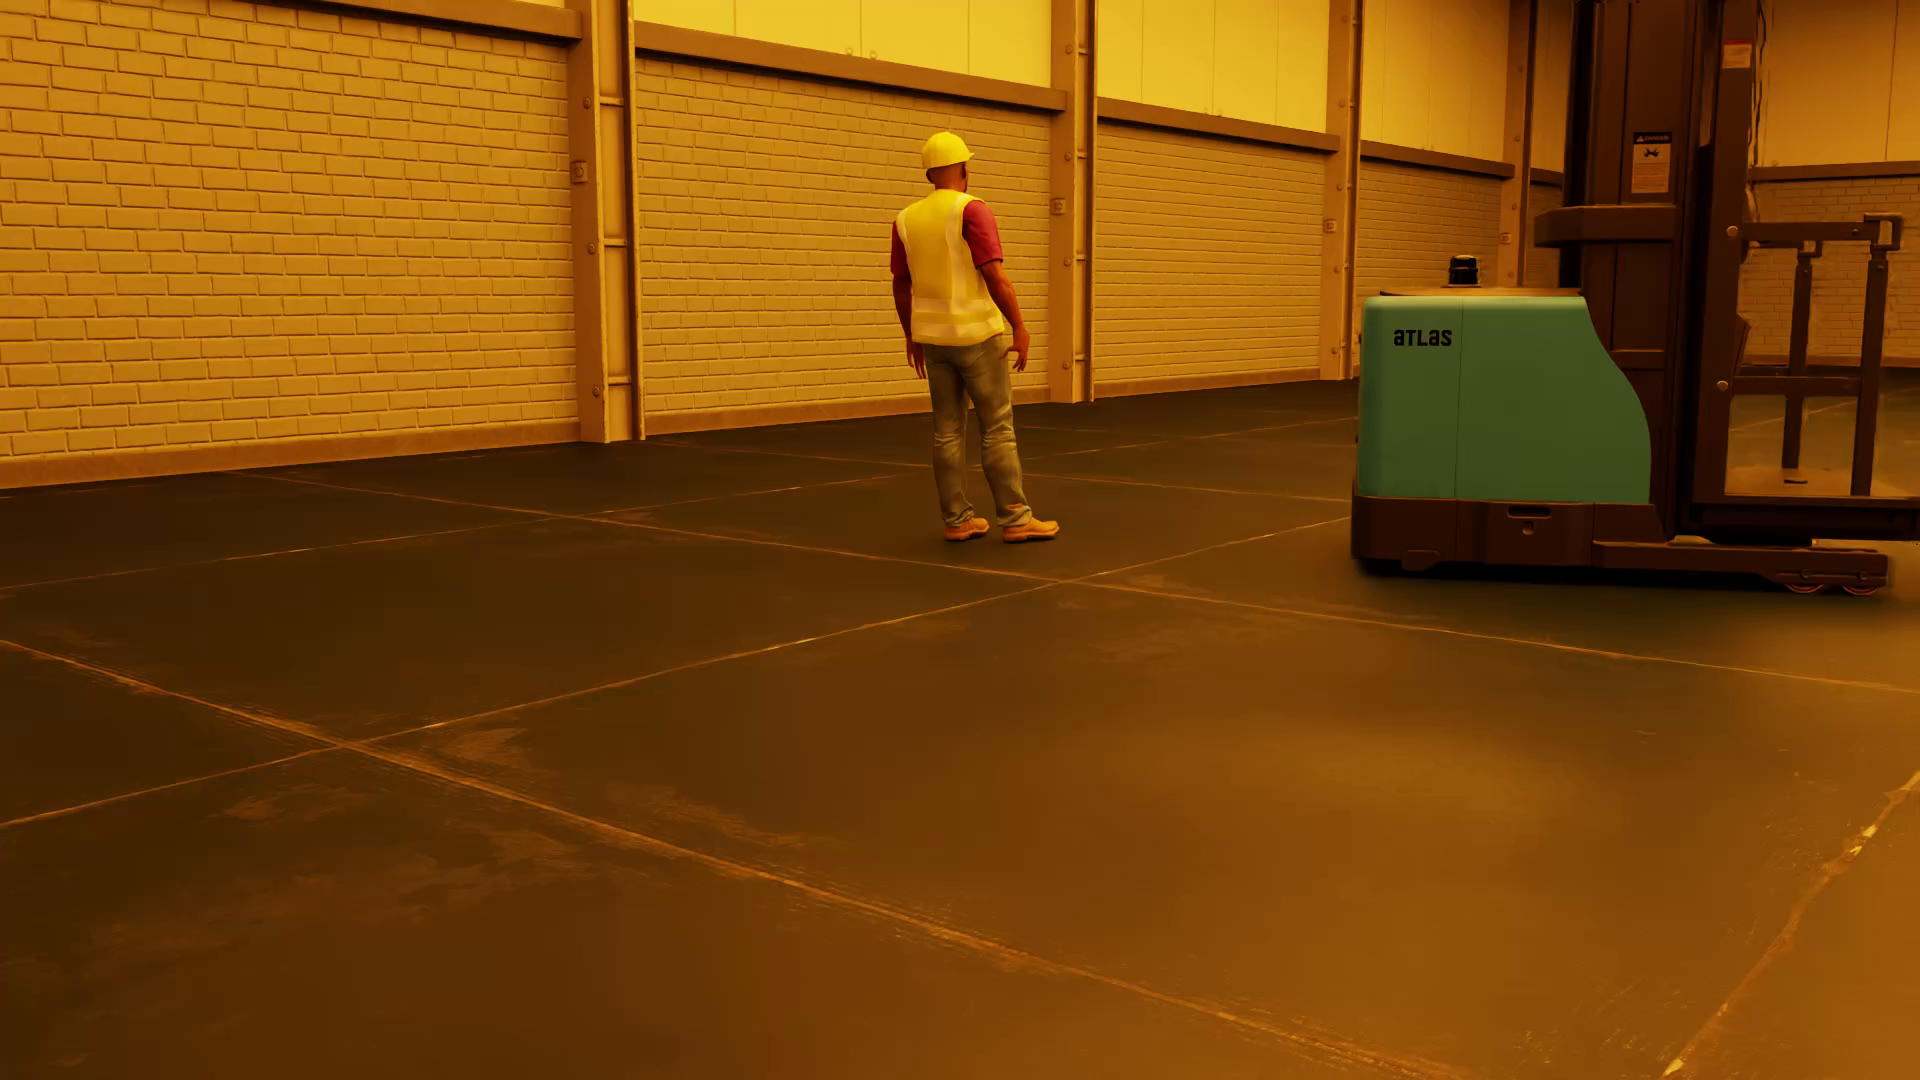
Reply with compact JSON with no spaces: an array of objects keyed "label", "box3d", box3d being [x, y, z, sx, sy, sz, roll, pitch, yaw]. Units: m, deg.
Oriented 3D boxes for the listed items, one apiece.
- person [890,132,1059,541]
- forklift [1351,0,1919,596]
[{"label":"person","box3d":[0.049,-0.888,7.327,0.665,1.768,0.575,7,11,38]},{"label":"forklift","box3d":[3.109,-1.333,6.391,3.031,2.935,1.130,2,9,13]}]
